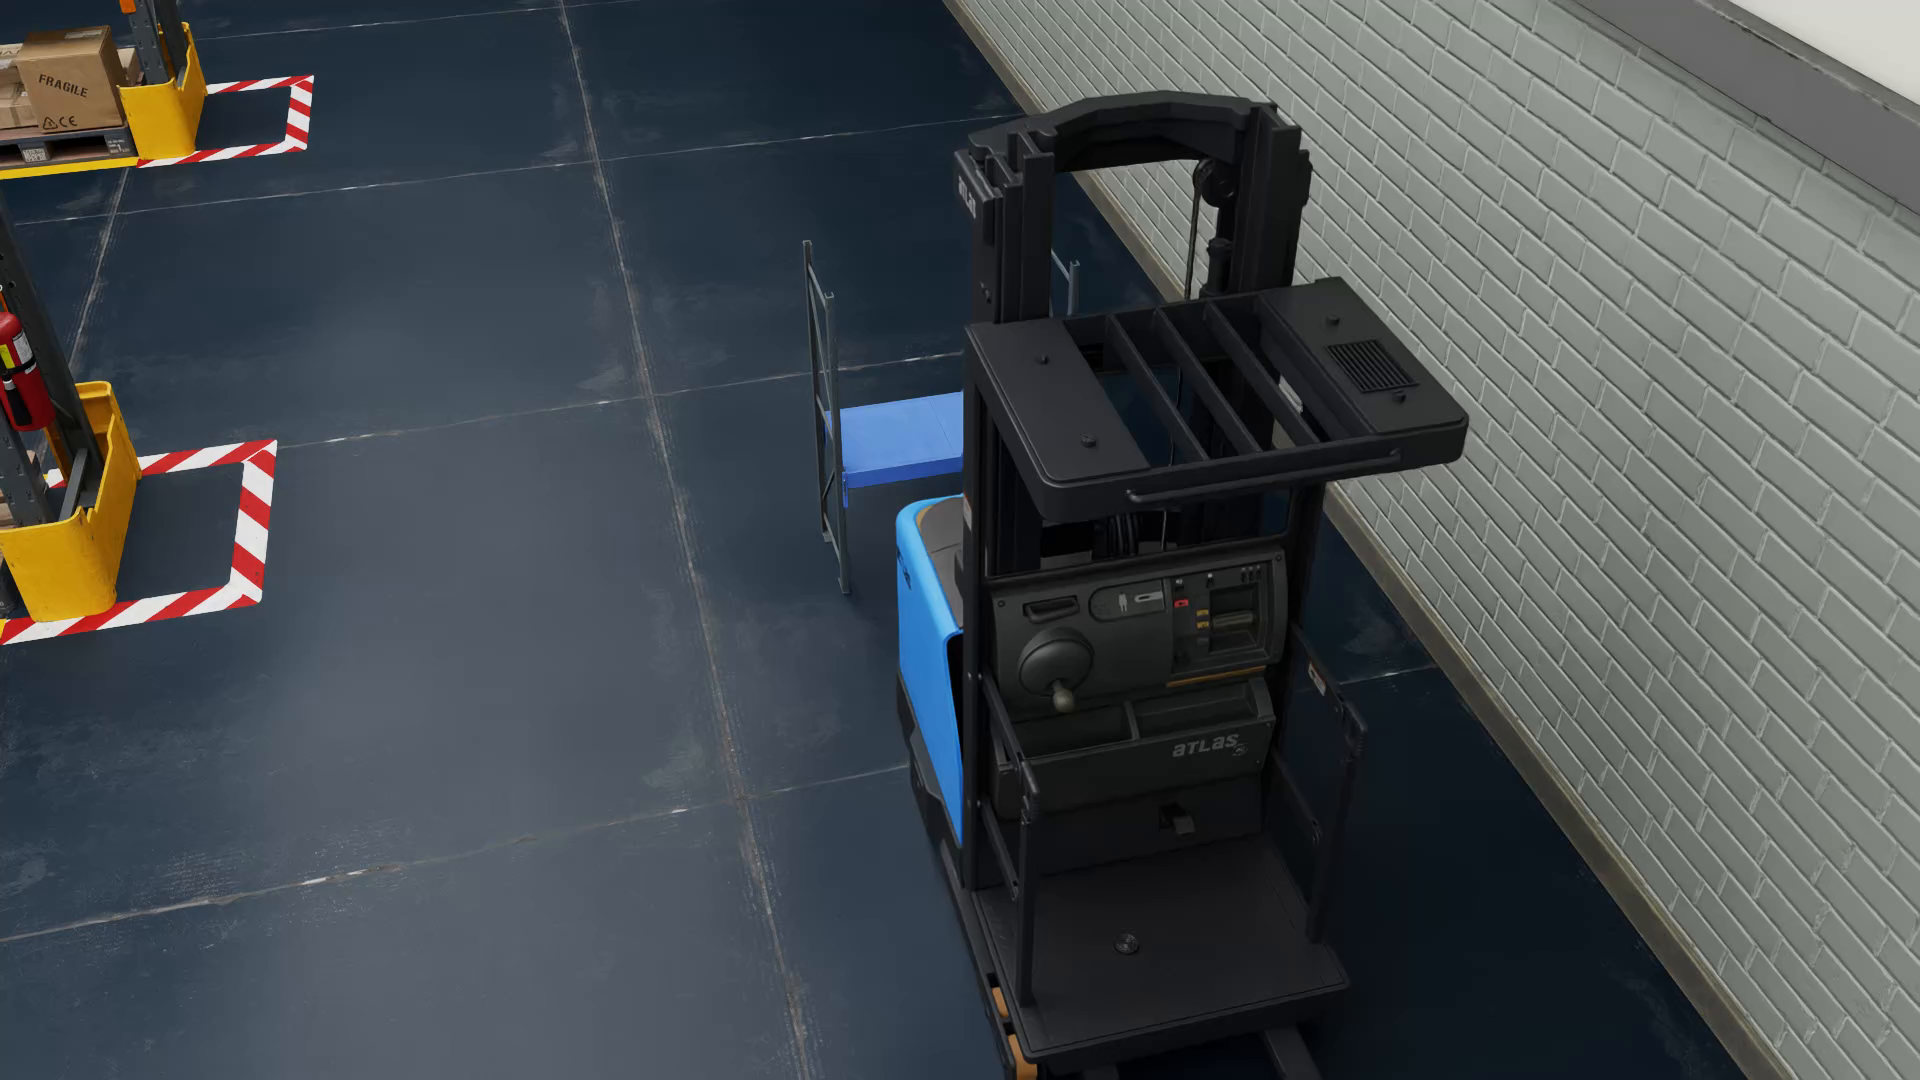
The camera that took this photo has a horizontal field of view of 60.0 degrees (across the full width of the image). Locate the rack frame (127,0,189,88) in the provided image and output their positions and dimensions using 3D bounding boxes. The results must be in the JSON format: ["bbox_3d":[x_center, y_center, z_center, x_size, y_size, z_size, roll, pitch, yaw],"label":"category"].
[{"bbox_3d":[-5.362,-4.084,10.621,0.127,3.000,1.000,-9,38,-12],"label":"rack frame"}]

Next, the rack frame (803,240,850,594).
[{"bbox_3d":[-0.573,-0.502,7.171,0.032,1.500,0.500,-9,38,-12],"label":"rack frame"}]

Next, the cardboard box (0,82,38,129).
[{"bbox_3d":[-6.237,-2.892,11.031,0.250,0.166,0.380,-9,38,-12],"label":"cardboard box"}]

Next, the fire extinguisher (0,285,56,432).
[{"bbox_3d":[-3.810,-0.757,6.641,0.183,0.674,0.296,-9,38,-12],"label":"fire extinguisher"}]

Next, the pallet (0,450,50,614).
[{"bbox_3d":[-4.880,0.037,7.528,1.213,0.211,1.003,-9,38,-12],"label":"pallet"}]

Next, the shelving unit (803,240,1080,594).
[{"bbox_3d":[-0.082,-0.582,7.277,1.048,1.500,0.538,-9,38,-12],"label":"shelving unit"}]

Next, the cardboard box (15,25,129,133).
[{"bbox_3d":[-5.823,-3.036,10.945,0.500,0.500,0.500,-9,38,-12],"label":"cardboard box"}]

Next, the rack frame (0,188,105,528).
[{"bbox_3d":[-4.074,-1.178,6.822,0.127,3.000,1.000,-9,38,-12],"label":"rack frame"}]

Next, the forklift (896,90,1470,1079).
[{"bbox_3d":[0.610,0.344,4.888,1.130,2.935,3.031,-9,38,-11],"label":"forklift"}]

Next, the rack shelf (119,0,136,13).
[{"bbox_3d":[-7.293,-3.482,10.425,4.000,0.370,1.077,-9,38,-12],"label":"rack shelf"}]

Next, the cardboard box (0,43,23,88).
[{"bbox_3d":[-6.444,-3.168,11.324,0.500,0.250,0.500,-9,38,-12],"label":"cardboard box"}]

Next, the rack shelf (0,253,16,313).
[{"bbox_3d":[-6.005,-0.576,6.626,4.000,0.370,1.077,-9,38,-12],"label":"rack shelf"}]

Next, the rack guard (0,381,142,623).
[{"bbox_3d":[-4.054,-0.197,7.596,0.348,0.500,1.175,-9,38,-12],"label":"rack guard"}]

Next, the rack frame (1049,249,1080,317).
[{"bbox_3d":[0.408,-0.663,7.382,0.032,1.500,0.500,-9,38,-12],"label":"rack frame"}]

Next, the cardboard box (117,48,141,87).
[{"bbox_3d":[-5.856,-3.262,11.530,0.250,0.149,0.380,-9,38,-12],"label":"cardboard box"}]

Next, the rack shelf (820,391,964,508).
[{"bbox_3d":[-0.082,-0.439,7.386,1.000,0.185,0.538,-9,38,-12],"label":"rack shelf"}]

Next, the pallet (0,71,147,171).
[{"bbox_3d":[-6.205,-2.838,11.286,1.213,0.211,1.003,-9,38,-12],"label":"pallet"}]

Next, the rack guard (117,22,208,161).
[{"bbox_3d":[-5.435,-3.080,11.364,0.348,0.500,1.175,-9,38,-12],"label":"rack guard"}]
